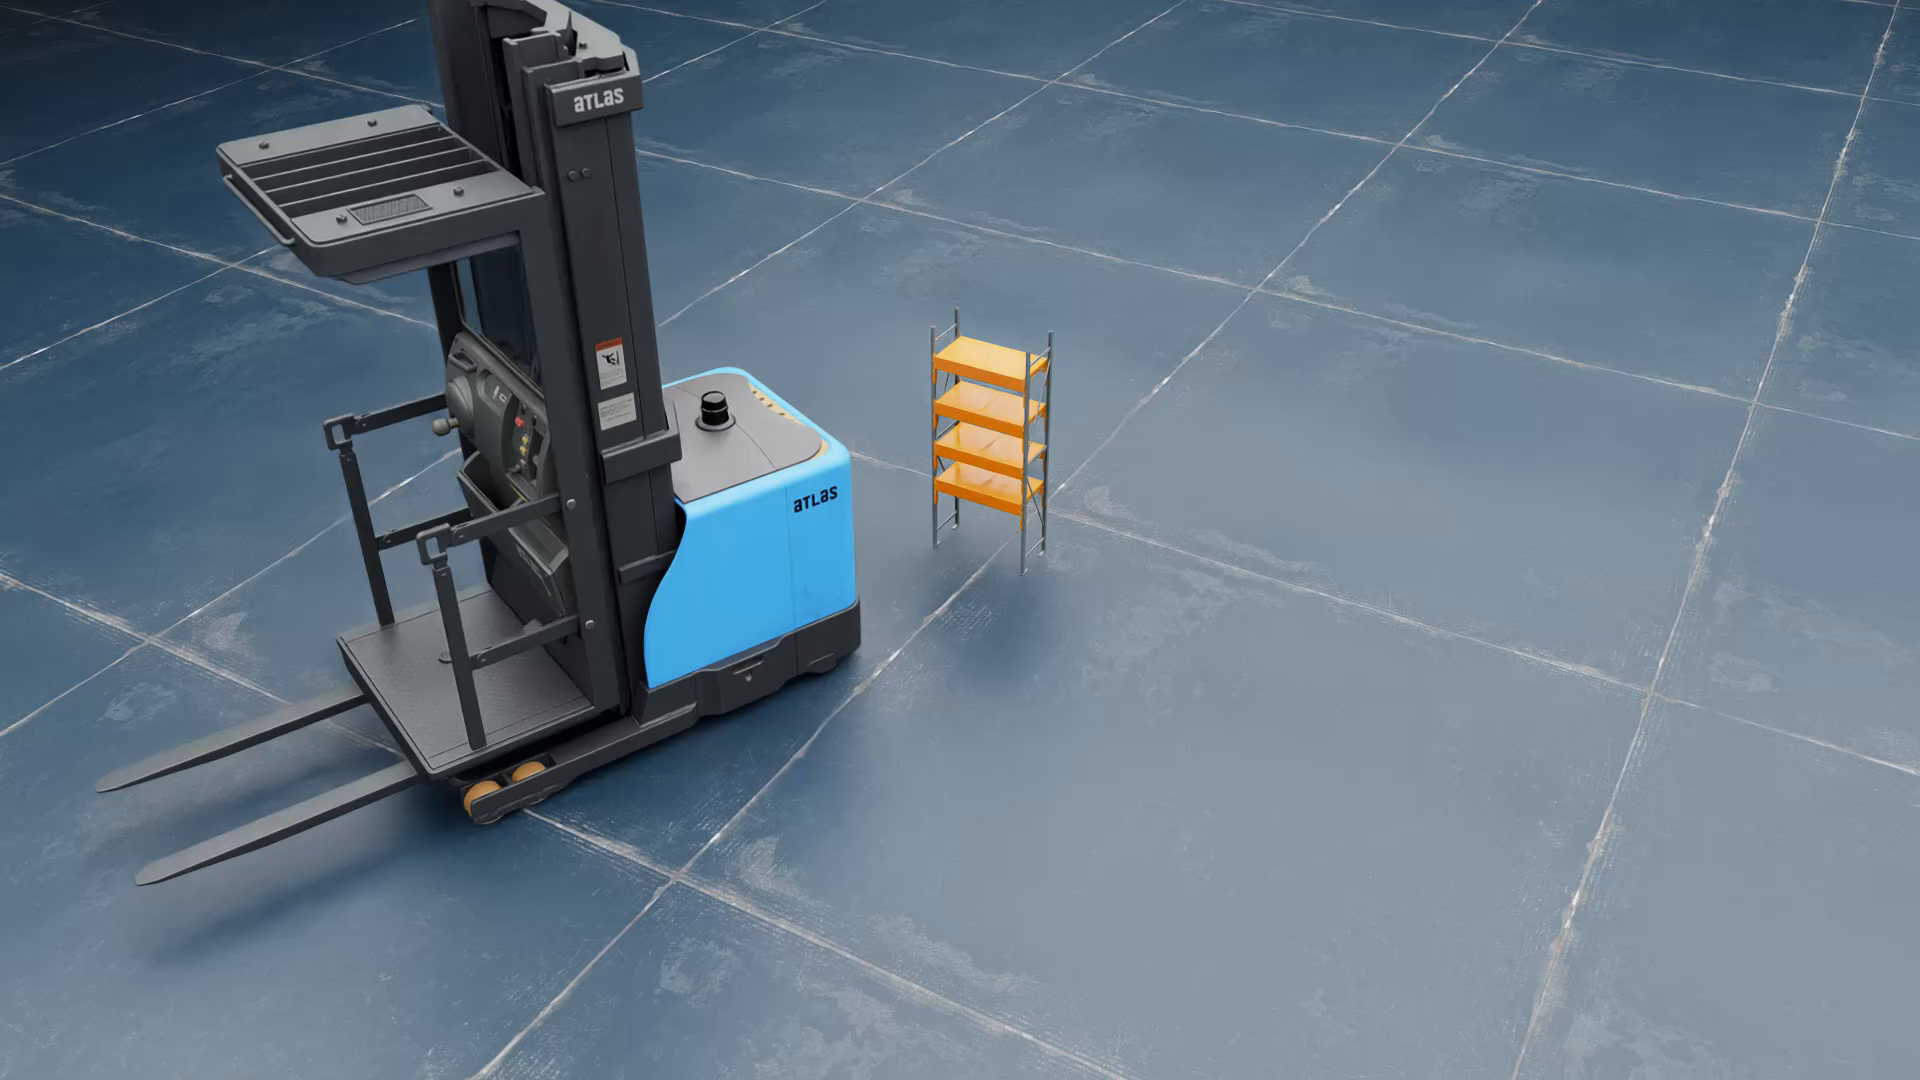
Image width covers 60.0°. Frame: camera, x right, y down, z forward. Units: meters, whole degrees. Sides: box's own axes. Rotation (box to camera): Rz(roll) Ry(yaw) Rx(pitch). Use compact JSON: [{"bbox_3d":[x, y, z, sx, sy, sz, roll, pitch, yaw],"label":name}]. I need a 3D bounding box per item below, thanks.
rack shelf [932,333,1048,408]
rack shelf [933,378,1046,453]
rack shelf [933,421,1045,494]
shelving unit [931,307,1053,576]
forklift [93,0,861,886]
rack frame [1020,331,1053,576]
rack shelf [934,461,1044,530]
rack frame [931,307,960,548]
[{"bbox_3d":[0.144,-0.781,7.631,0.480,0.148,0.258,18,37,24],"label":"rack shelf"},{"bbox_3d":[0.144,-0.584,7.762,0.480,0.148,0.258,18,37,24],"label":"rack shelf"},{"bbox_3d":[0.144,-0.398,7.886,0.480,0.148,0.258,18,37,24],"label":"rack shelf"},{"bbox_3d":[0.144,-0.454,7.849,0.503,1.200,0.258,18,37,24],"label":"shelving unit"},{"bbox_3d":[-1.932,-0.434,6.257,3.031,2.935,1.130,-22,39,-29],"label":"forklift"},{"bbox_3d":[0.356,-0.387,7.748,0.015,1.200,0.240,18,37,24],"label":"rack frame"},{"bbox_3d":[0.144,-0.233,7.996,0.480,0.148,0.258,18,37,24],"label":"rack shelf"},{"bbox_3d":[-0.068,-0.521,7.950,0.015,1.200,0.240,18,37,24],"label":"rack frame"}]
